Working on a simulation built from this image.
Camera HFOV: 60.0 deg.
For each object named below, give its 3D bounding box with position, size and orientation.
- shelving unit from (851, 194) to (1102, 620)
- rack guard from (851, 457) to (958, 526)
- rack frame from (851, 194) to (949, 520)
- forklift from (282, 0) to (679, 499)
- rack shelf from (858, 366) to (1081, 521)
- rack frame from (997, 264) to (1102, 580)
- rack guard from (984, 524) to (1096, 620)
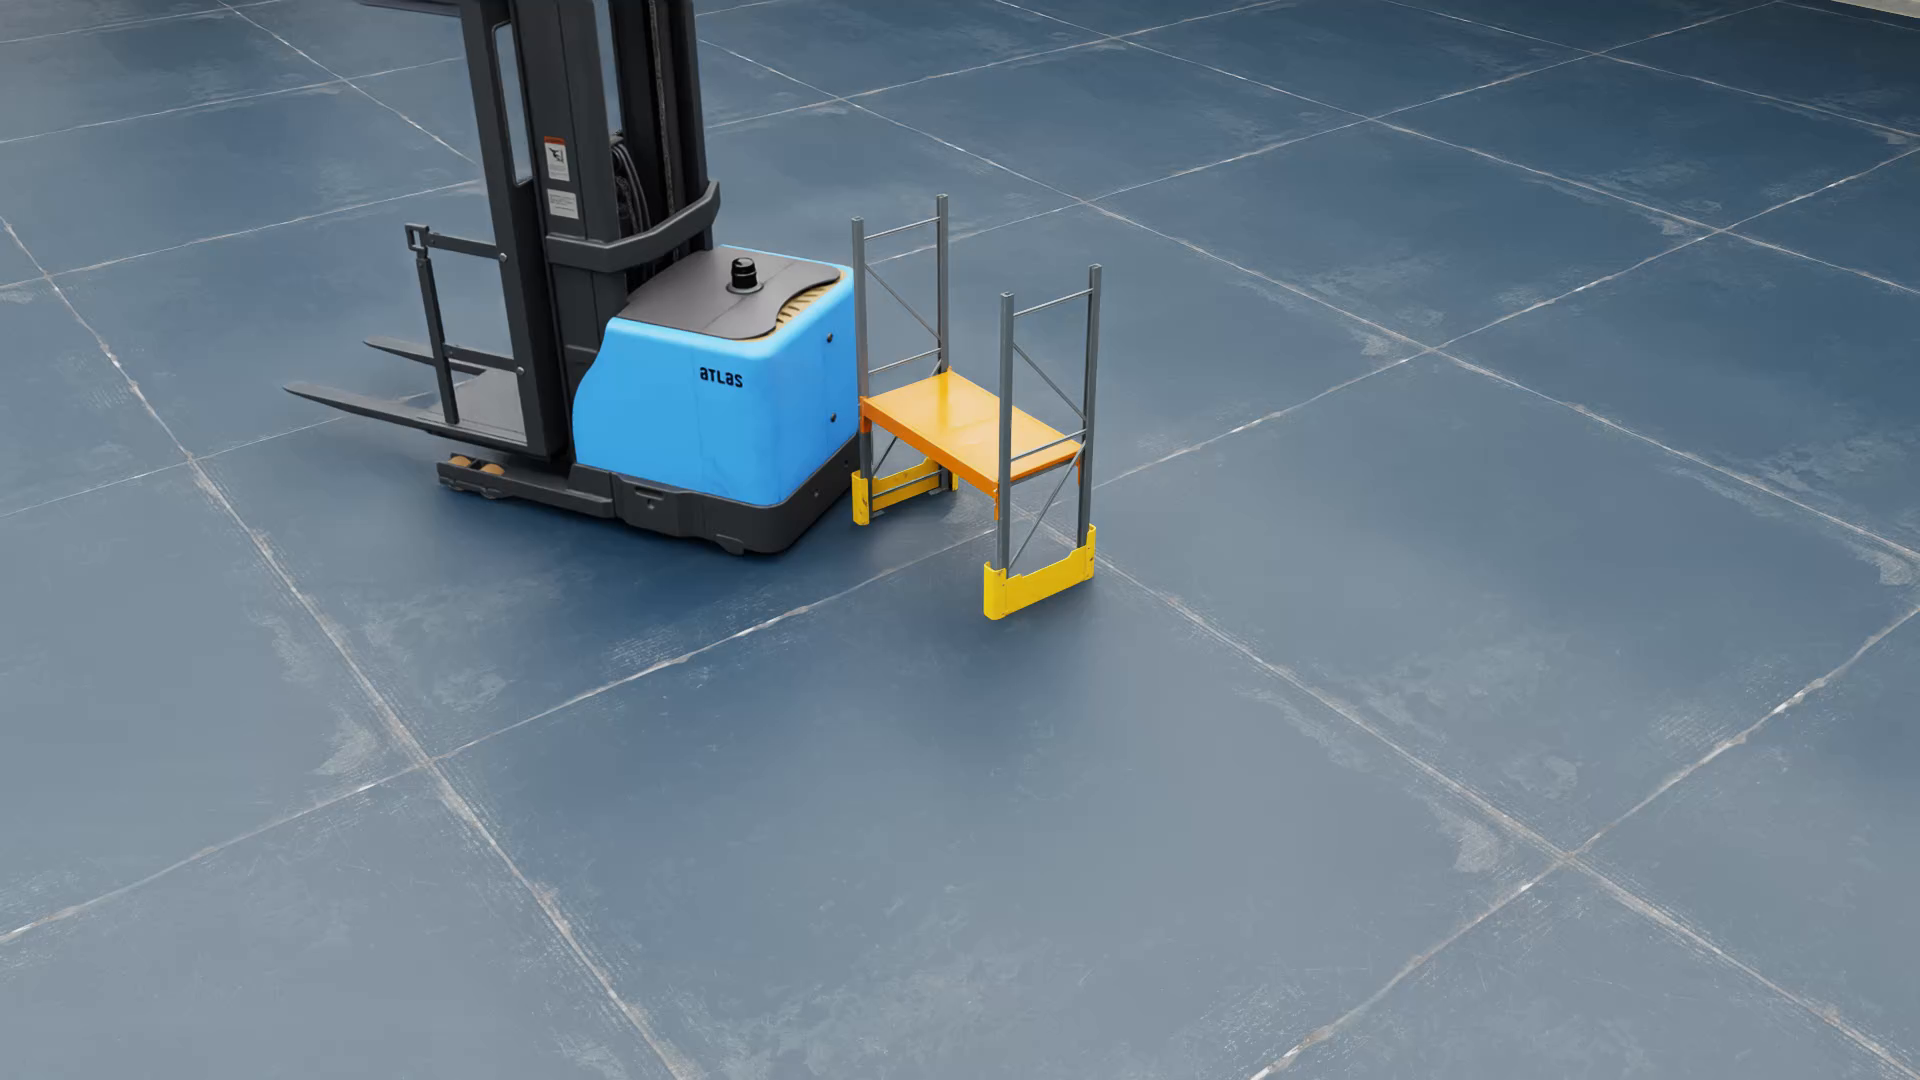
[{"bbox_3d":[0.047,-0.605,7.303,0.587,1.500,1.083,-22,38,-31],"label":"shelving unit"},{"bbox_3d":[-0.259,-0.282,7.967,0.587,0.250,0.087,-22,38,-31],"label":"rack guard"},{"bbox_3d":[-0.259,-0.813,7.638,0.500,1.500,0.032,-22,38,-31],"label":"rack frame"},{"bbox_3d":[-1.987,-1.685,7.686,3.031,2.935,1.121,13,34,20],"label":"forklift"},{"bbox_3d":[0.052,-0.449,7.392,0.538,0.185,1.000,-22,38,-31],"label":"rack shelf"},{"bbox_3d":[0.364,-0.390,6.956,0.500,1.500,0.032,-22,38,-31],"label":"rack frame"},{"bbox_3d":[0.352,0.133,7.299,0.587,0.250,0.087,-22,38,-31],"label":"rack guard"}]
